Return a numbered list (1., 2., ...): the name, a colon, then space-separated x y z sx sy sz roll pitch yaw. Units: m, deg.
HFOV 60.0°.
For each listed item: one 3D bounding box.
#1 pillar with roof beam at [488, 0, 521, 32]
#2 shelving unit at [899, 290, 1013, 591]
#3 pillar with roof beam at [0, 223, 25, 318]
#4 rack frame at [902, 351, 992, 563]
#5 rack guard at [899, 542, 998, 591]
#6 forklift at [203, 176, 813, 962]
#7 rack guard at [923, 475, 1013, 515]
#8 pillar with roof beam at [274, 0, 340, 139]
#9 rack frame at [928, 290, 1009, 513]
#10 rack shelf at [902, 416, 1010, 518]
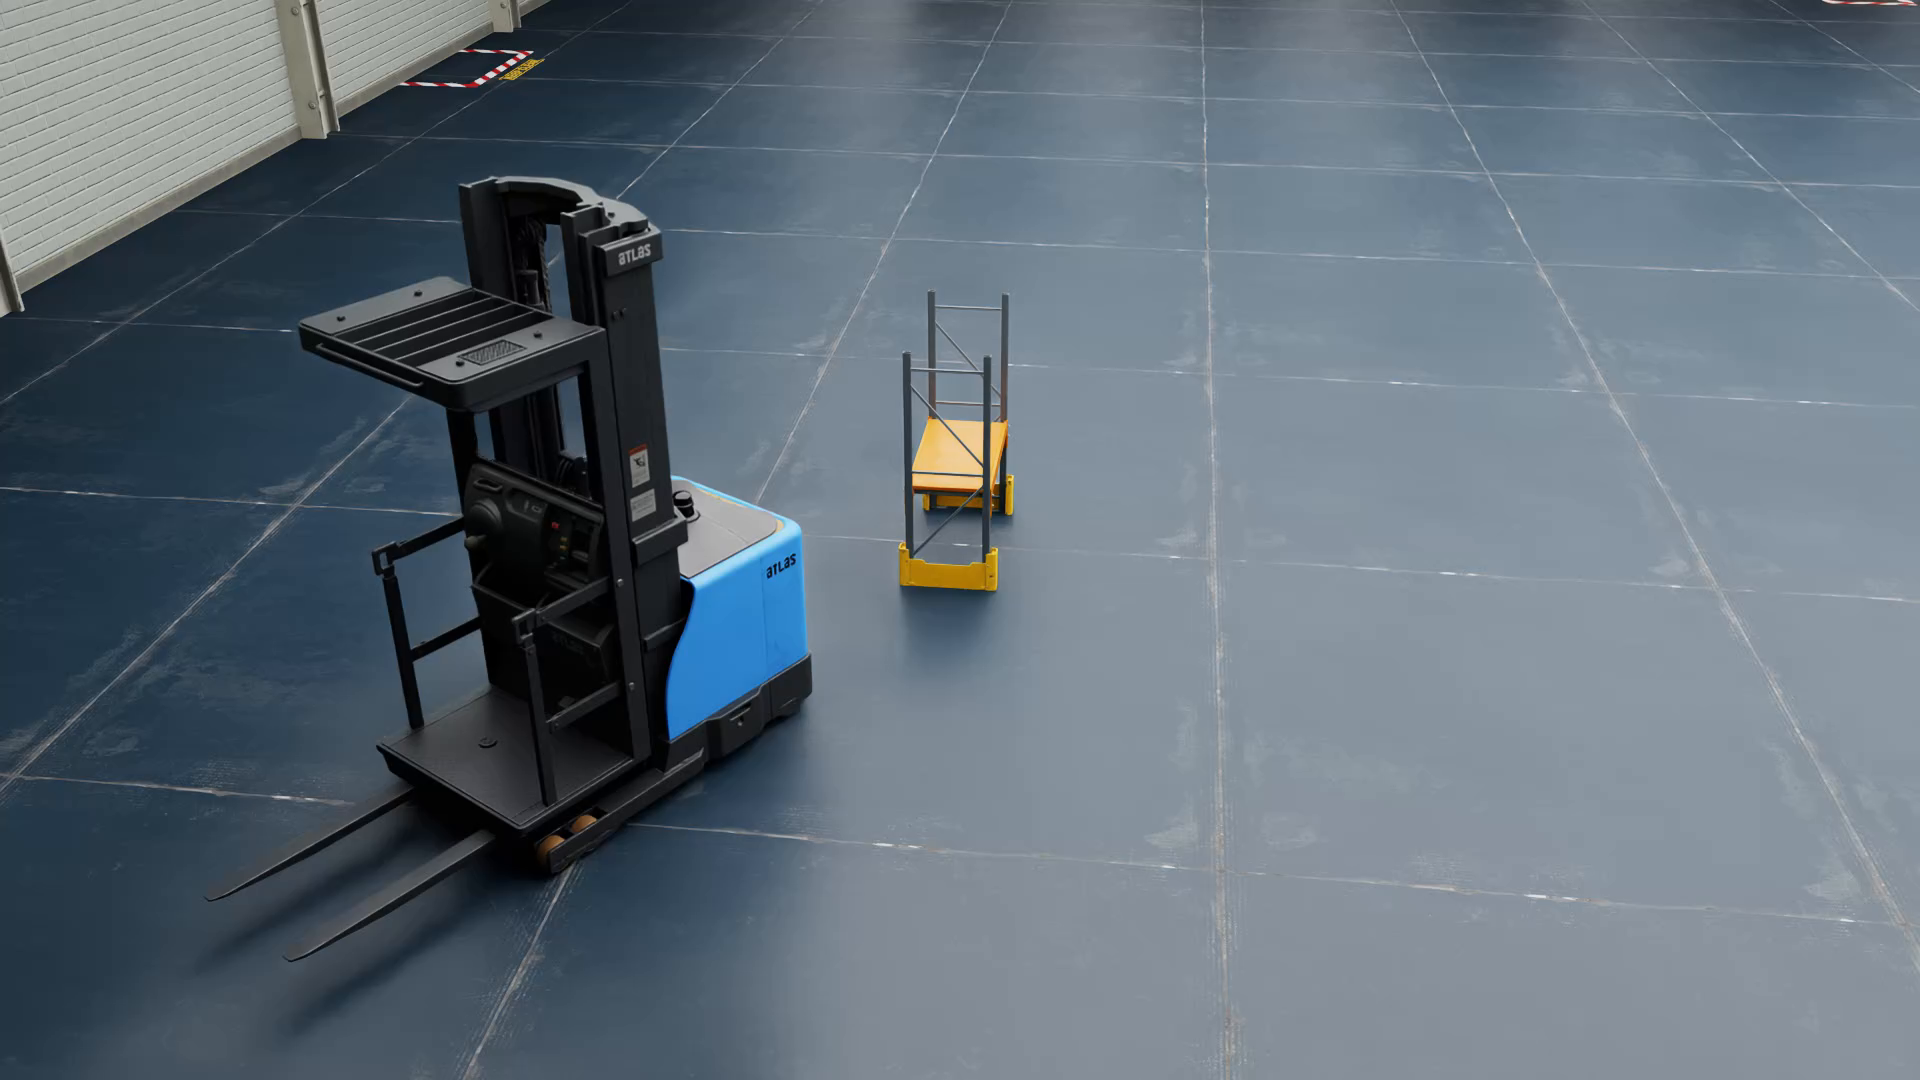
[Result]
1. pillar with roof beam: -2.413 -11.243 21.924 9.100 9.000 0.400 3 28 6
2. shelving unit: -0.009 -0.624 10.120 0.587 1.500 1.083 3 28 6
3. pillar with roof beam: -3.883 -5.595 11.439 9.100 9.000 0.400 3 28 6
4. rack frame: -0.073 -0.381 9.668 0.500 1.500 0.032 3 28 6
5. rack guard: -0.070 0.160 9.981 0.587 0.250 0.087 3 28 6
6. forklift: -2.091 -0.020 7.490 1.130 2.935 3.031 20 34 33
7. rack guard: 0.052 -0.309 10.851 0.587 0.250 0.087 3 28 6
8. pillar with roof beam: -3.148 -8.419 16.682 9.100 9.000 0.400 3 28 6
9. rack frame: 0.052 -0.859 10.556 0.500 1.500 0.032 3 28 6
10. rack shelf: -0.010 -0.462 10.197 0.538 0.185 1.000 3 28 6
